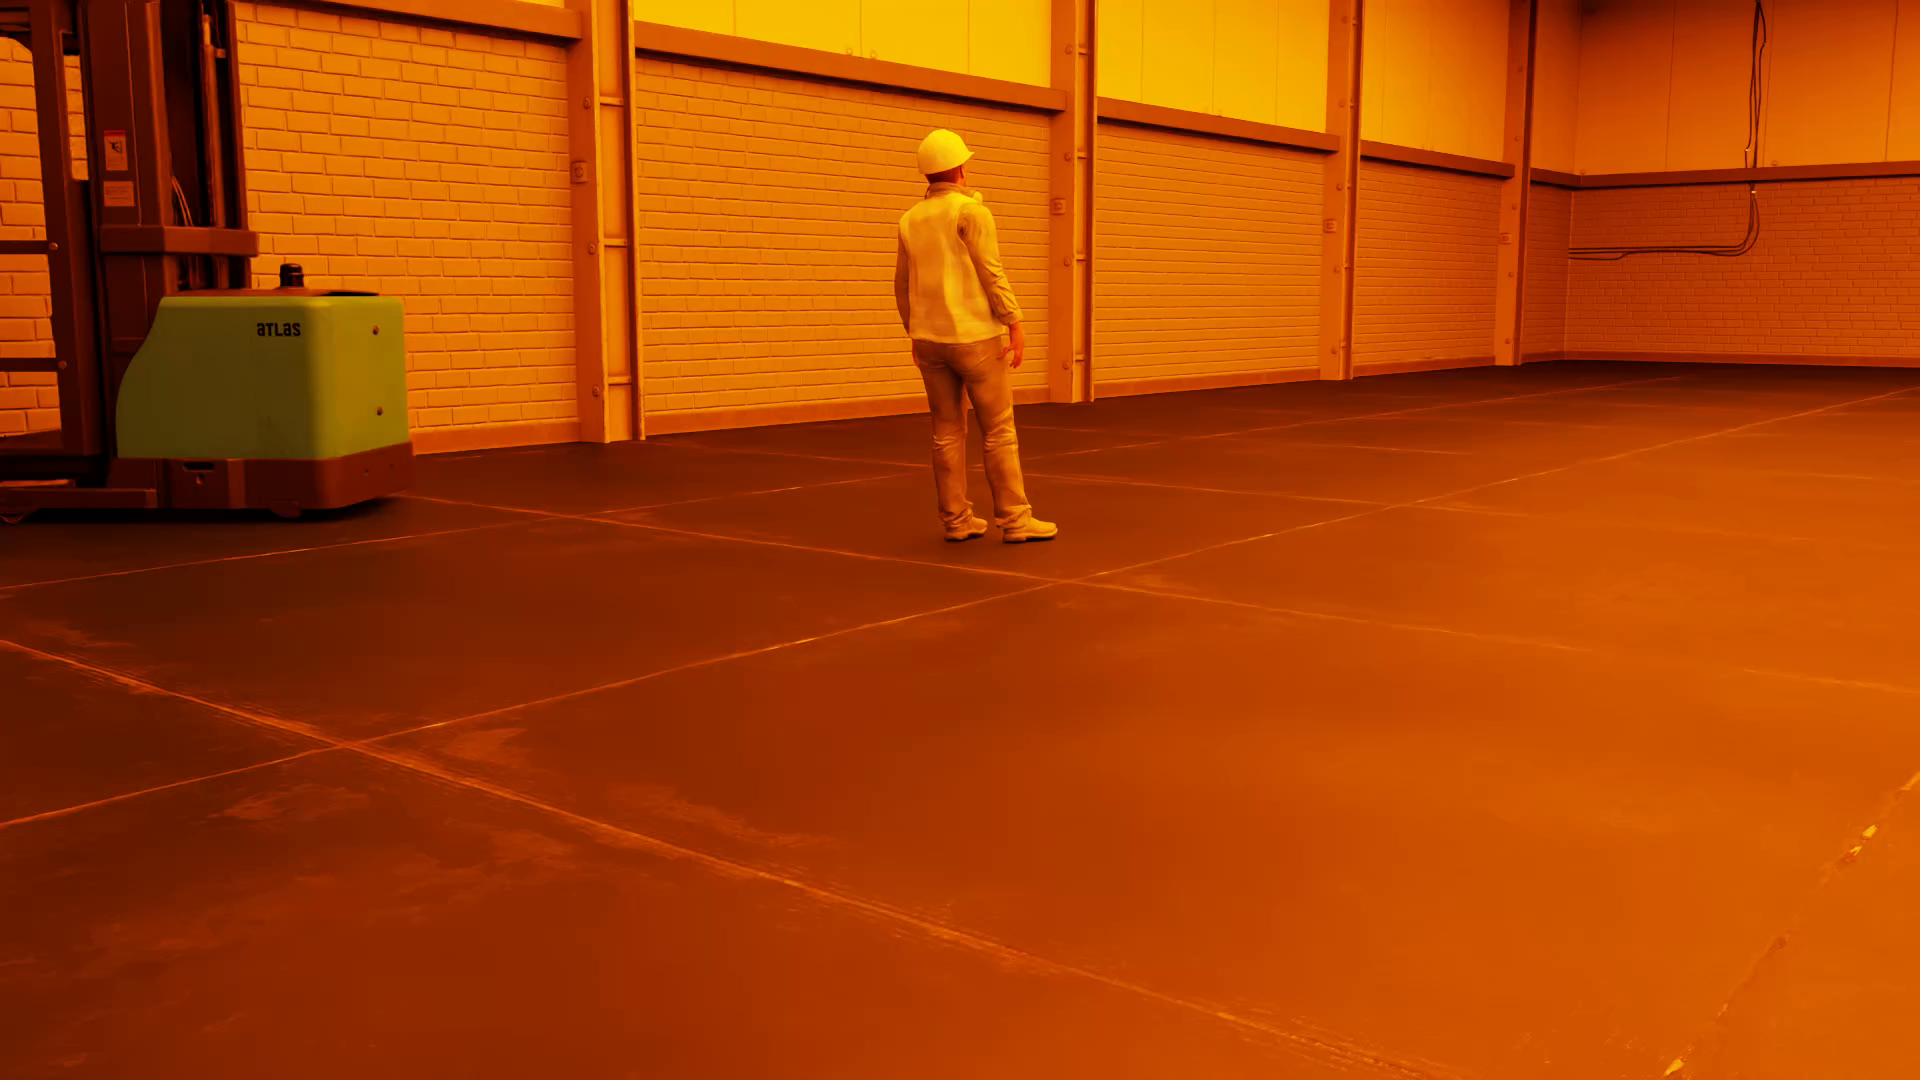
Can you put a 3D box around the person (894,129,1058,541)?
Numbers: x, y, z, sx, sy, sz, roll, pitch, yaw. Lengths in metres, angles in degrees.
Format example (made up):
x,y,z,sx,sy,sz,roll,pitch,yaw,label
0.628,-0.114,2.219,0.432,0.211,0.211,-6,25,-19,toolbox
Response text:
x,y,z,sx,sy,sz,roll,pitch,yaw,label
0.045,-0.891,7.318,0.632,1.773,0.568,7,11,38,person

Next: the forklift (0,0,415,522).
x,y,z,sx,sy,sz,roll,pitch,yaw,label
-4.438,-1.614,8.310,3.031,2.935,1.130,1,8,4,forklift
